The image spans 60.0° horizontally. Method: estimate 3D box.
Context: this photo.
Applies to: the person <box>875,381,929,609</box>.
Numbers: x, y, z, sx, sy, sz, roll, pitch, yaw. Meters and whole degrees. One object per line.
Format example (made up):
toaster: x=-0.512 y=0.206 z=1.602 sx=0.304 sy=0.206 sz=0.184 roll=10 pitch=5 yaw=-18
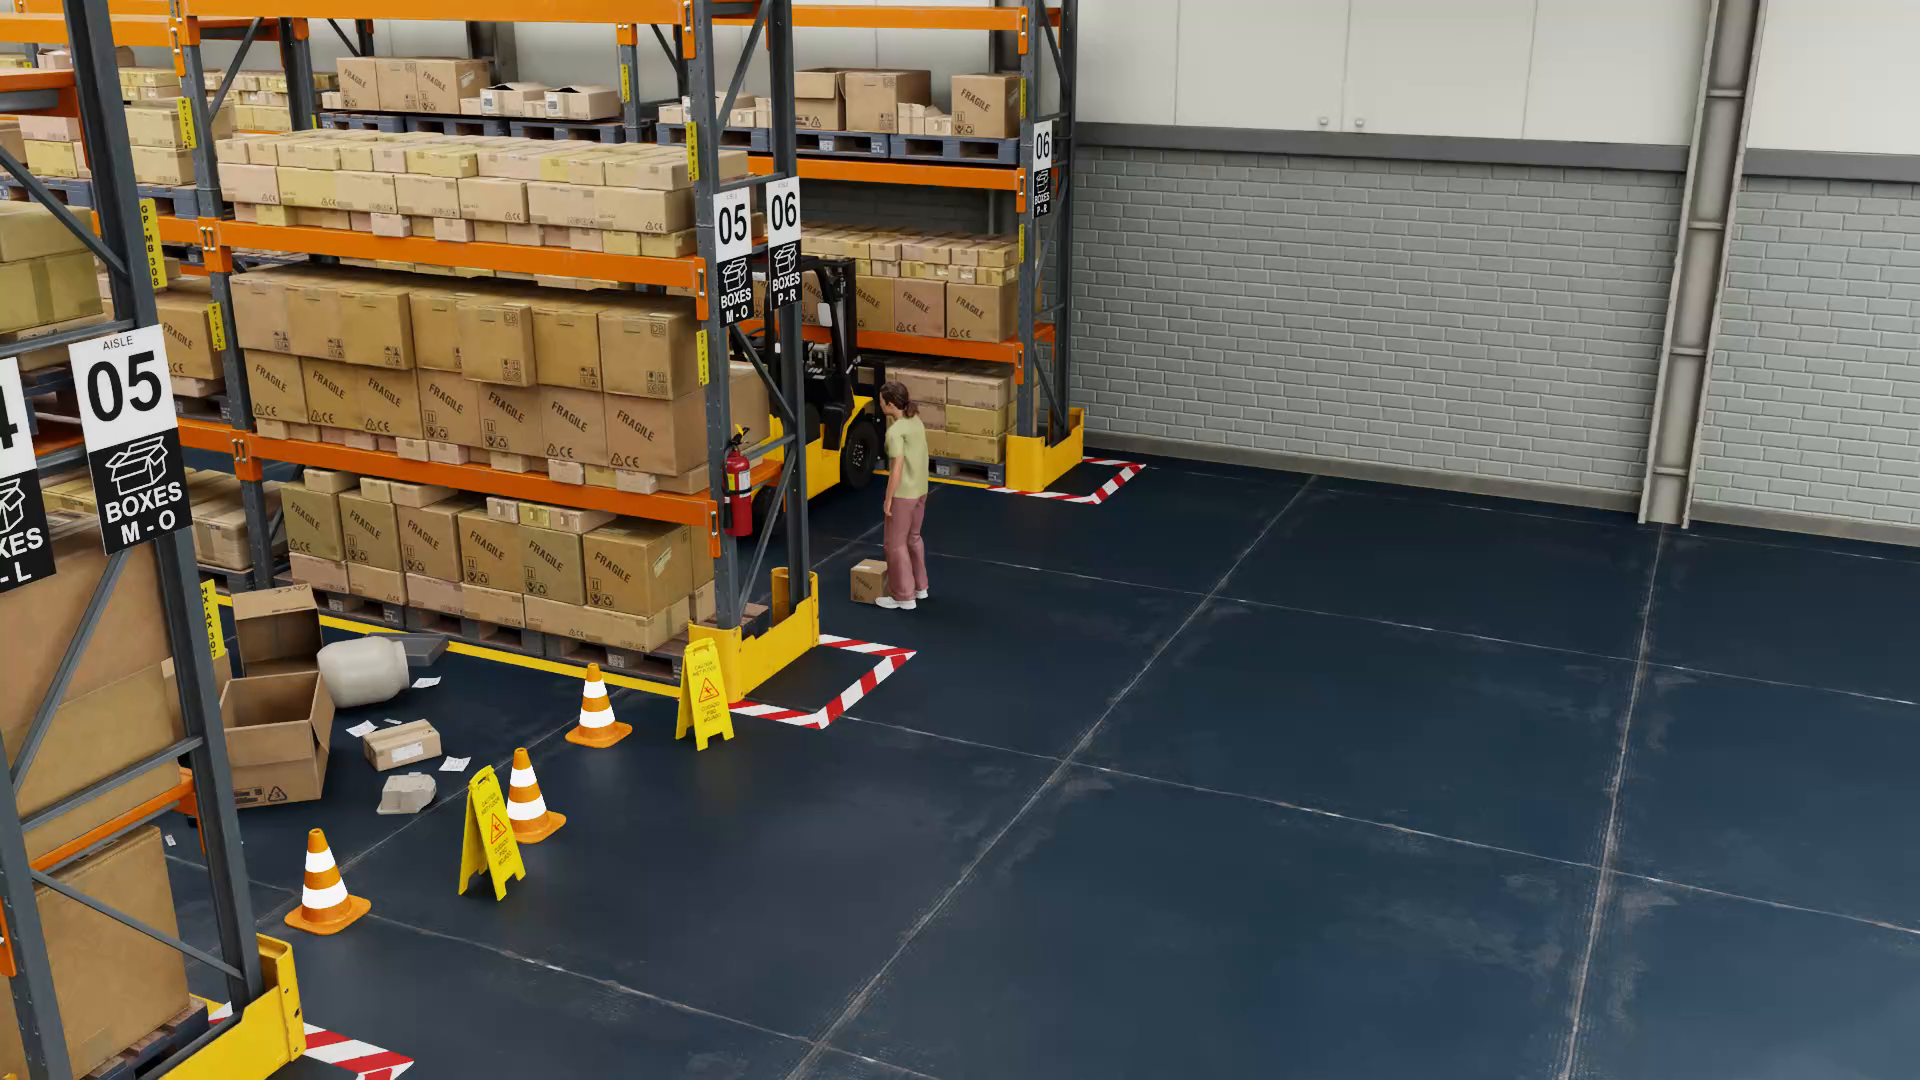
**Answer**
person: x=-0.415 y=-0.331 z=12.022 sx=0.356 sy=1.673 sz=0.499 roll=9 pitch=21 yaw=23
